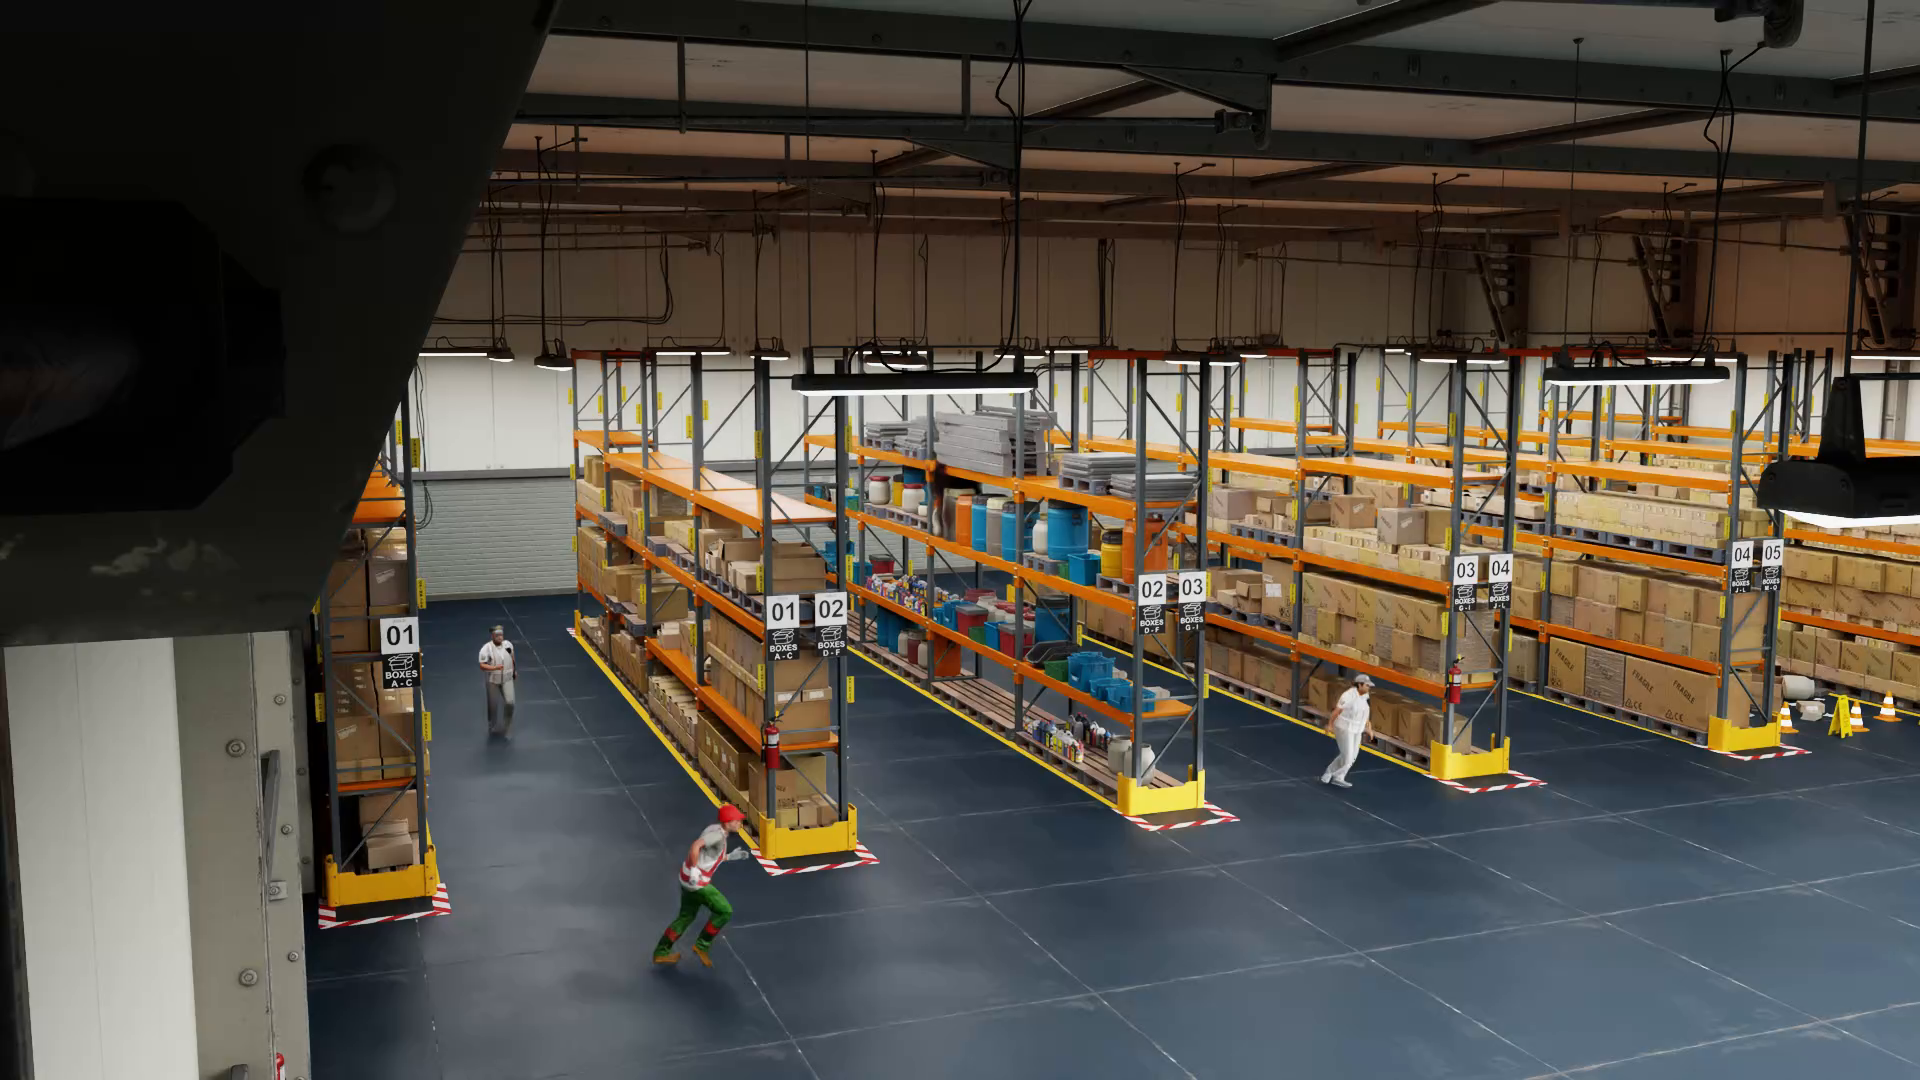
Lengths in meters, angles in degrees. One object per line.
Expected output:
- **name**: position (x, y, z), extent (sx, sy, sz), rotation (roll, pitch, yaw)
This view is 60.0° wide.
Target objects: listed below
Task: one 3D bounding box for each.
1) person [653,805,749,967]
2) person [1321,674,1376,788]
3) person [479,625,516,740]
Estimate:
- **person**: position (-2.584, 3.473, 16.568), extent (0.970, 1.660, 0.712), rotation (-1, 7, -9)
- **person**: position (5.431, 2.662, 23.174), extent (0.649, 1.627, 0.606), rotation (-6, 9, -39)
- **person**: position (-7.229, 2.231, 26.059), extent (0.610, 1.838, 0.855), rotation (-4, 8, -27)
